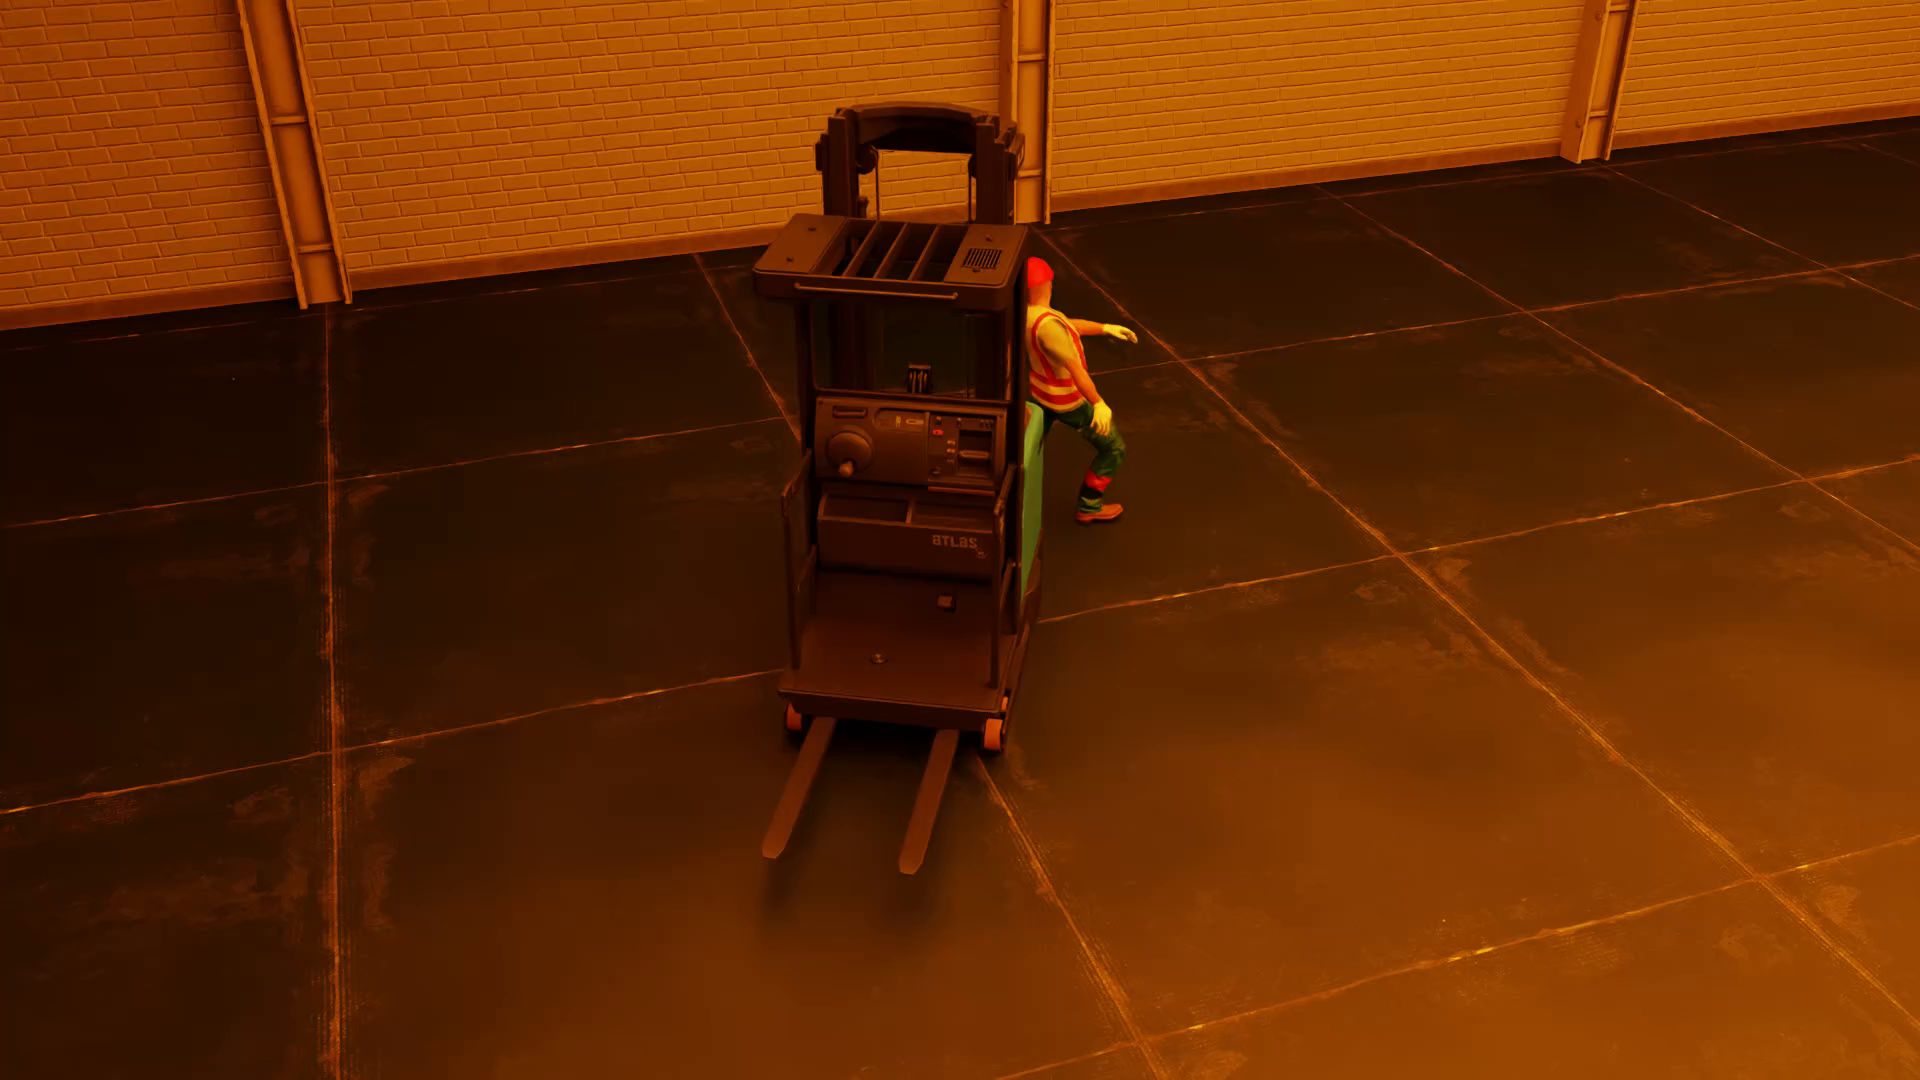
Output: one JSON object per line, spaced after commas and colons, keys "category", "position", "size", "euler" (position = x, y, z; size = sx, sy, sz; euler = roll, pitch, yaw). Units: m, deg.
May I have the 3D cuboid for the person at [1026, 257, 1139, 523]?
{"category": "person", "position": [0.660, -0.853, 9.851], "size": [0.851, 1.638, 0.806], "euler": [-18, 35, -29]}

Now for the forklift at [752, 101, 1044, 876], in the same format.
{"category": "forklift", "position": [-0.275, -0.421, 7.818], "size": [1.130, 2.935, 3.031], "euler": [5, 30, 8]}
